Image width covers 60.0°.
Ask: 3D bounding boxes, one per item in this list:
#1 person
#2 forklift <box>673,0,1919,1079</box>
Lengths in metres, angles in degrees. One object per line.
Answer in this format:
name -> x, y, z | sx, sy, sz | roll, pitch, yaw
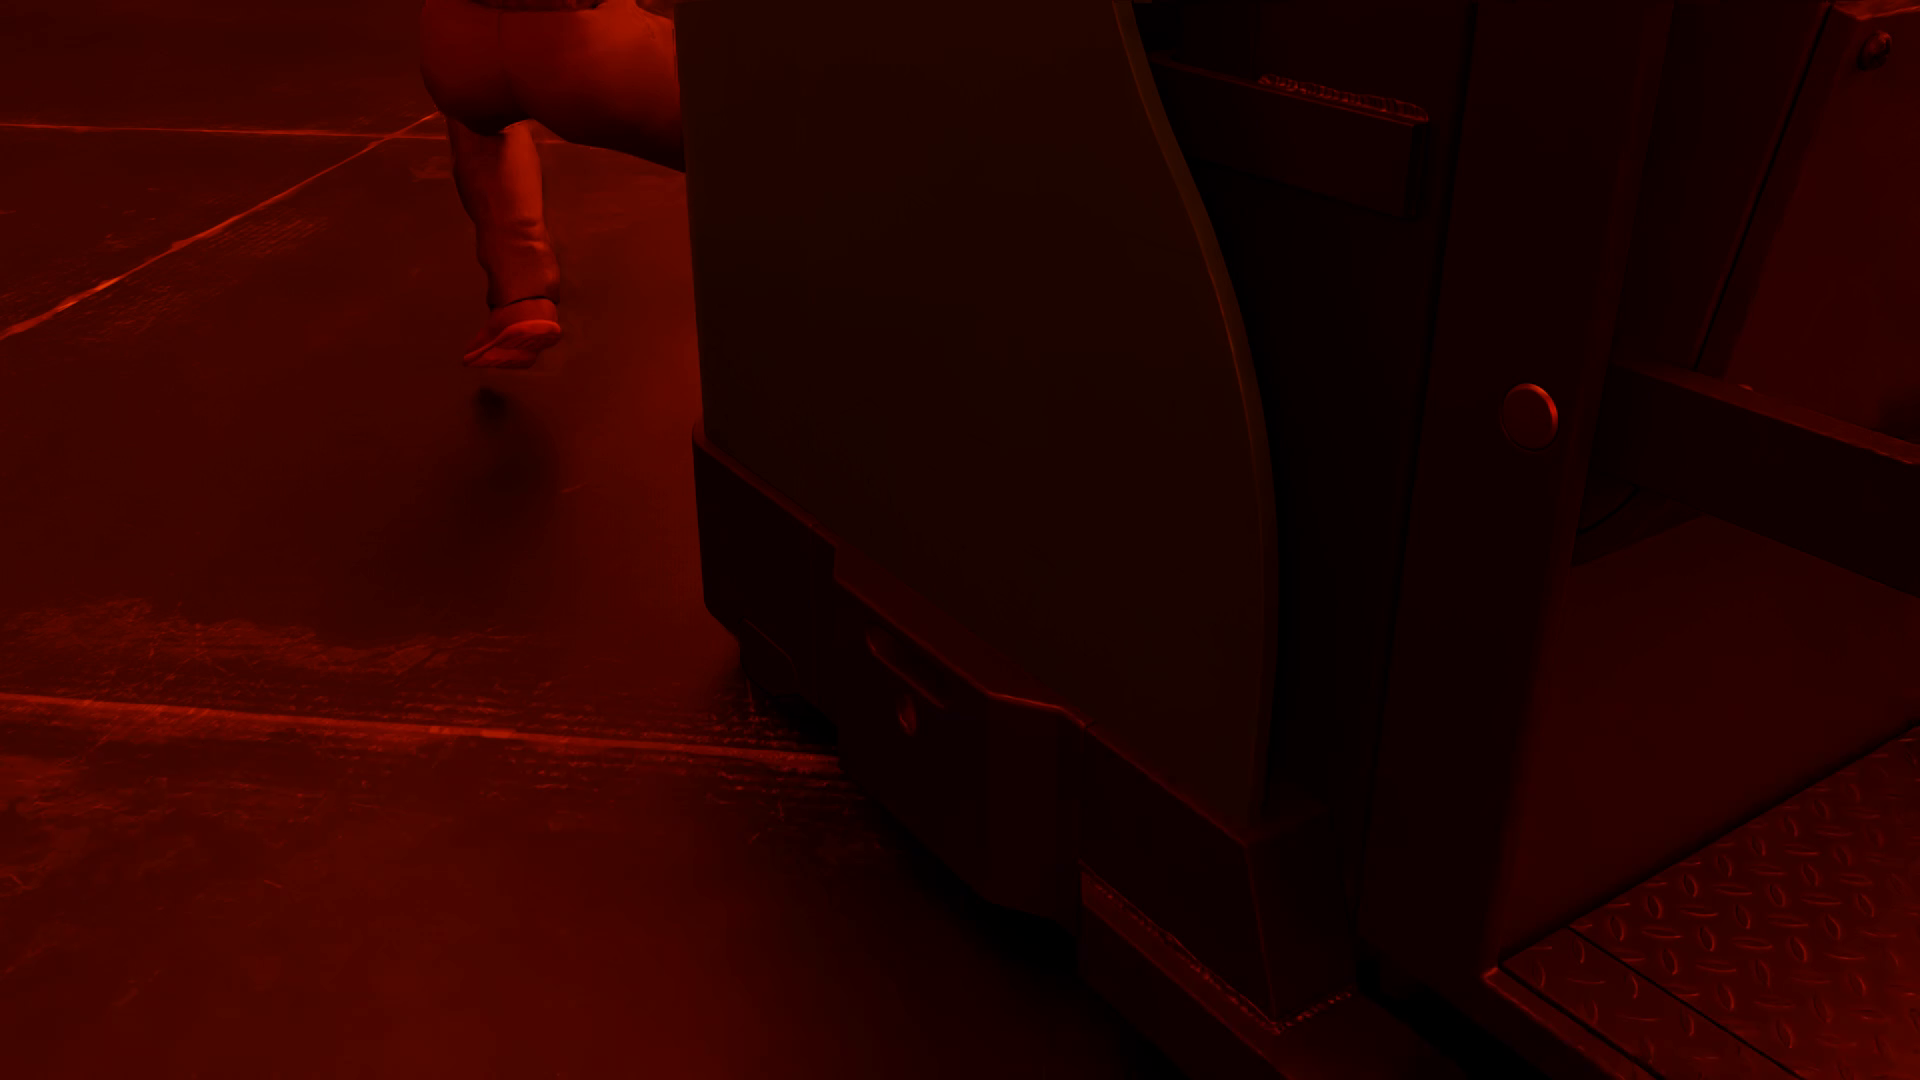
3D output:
person -> -0.531, -0.881, 2.663 | 0.873, 1.427, 0.716 | 8, 28, 16
forklift -> 0.907, -0.760, 0.740 | 1.130, 2.935, 3.031 | -17, 31, -30
